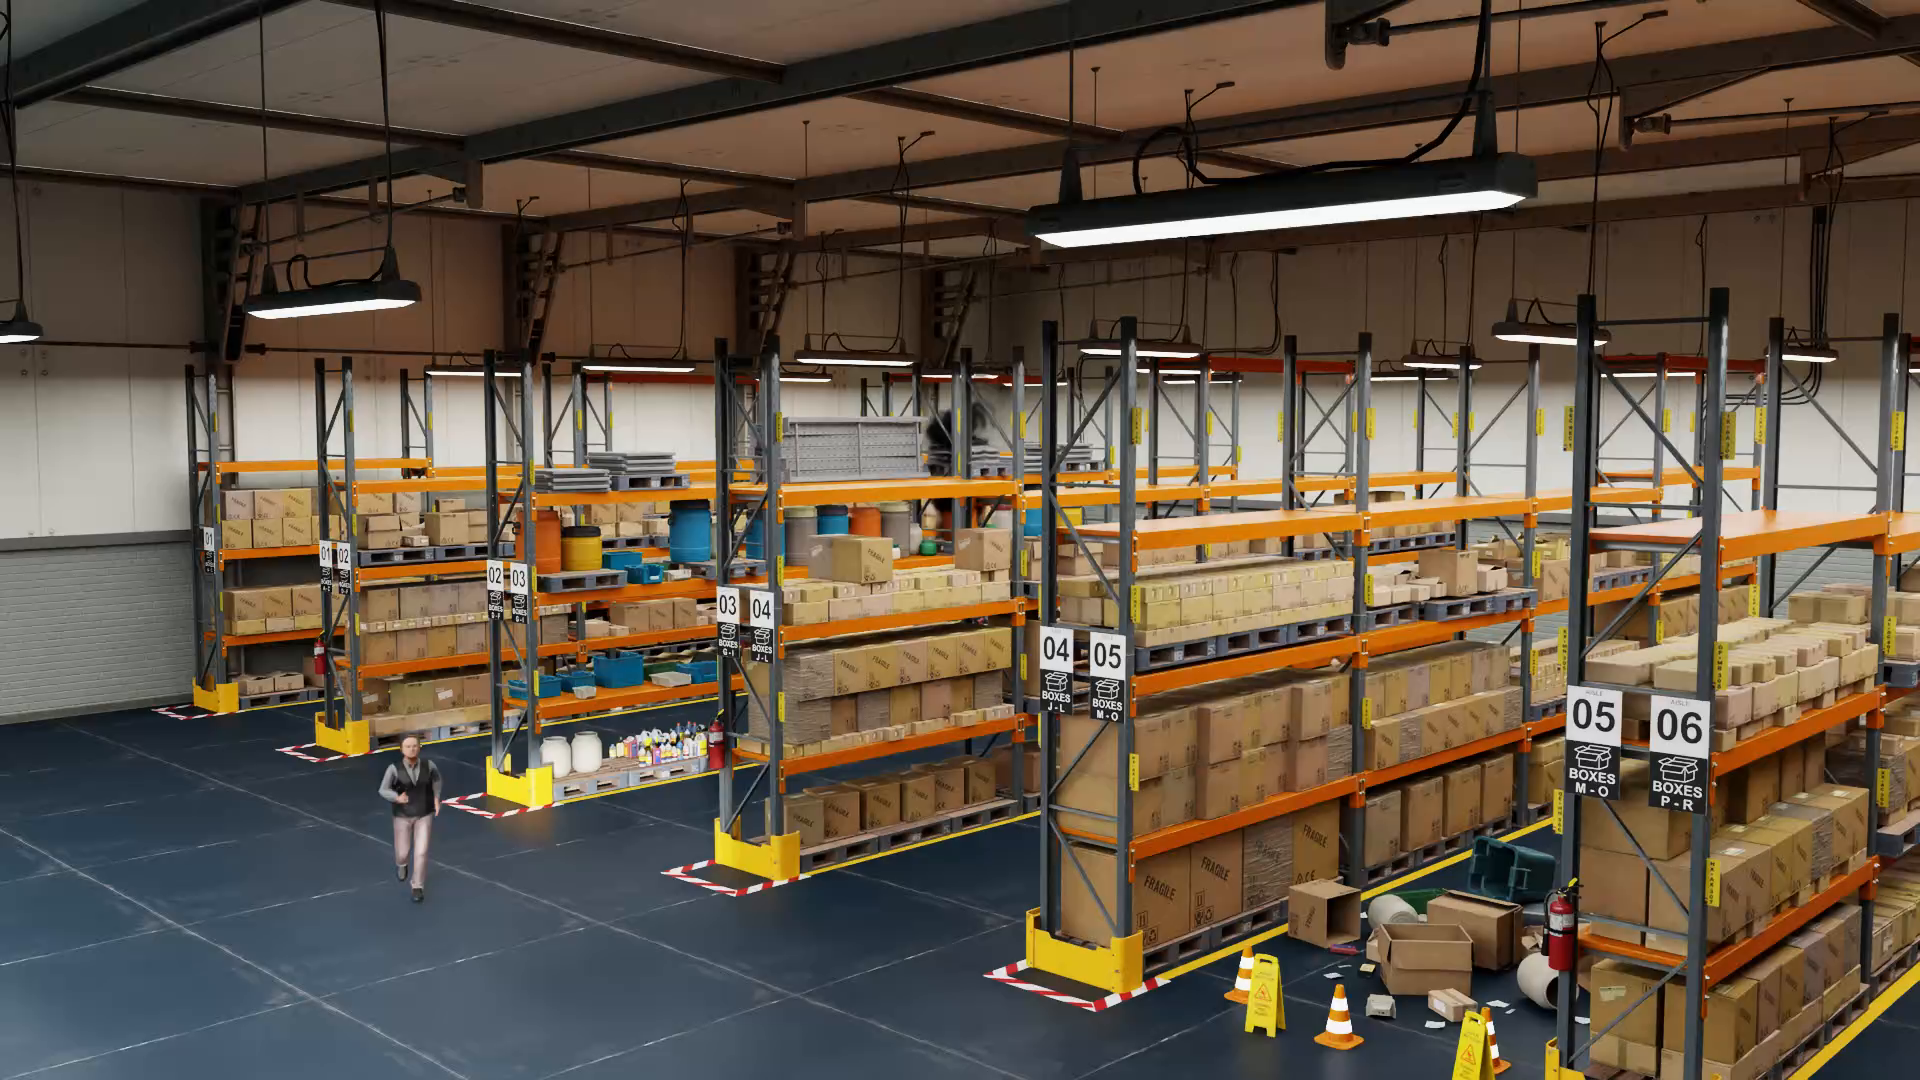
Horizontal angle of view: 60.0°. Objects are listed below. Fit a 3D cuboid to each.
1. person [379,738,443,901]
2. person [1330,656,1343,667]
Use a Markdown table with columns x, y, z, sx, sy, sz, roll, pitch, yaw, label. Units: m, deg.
| x | y | z | sx | sy | sz | roll | pitch | yaw | label |
| --- | --- | --- | --- | --- | --- | --- | --- | --- | --- |
| -5.861 | 2.948 | 17.799 | 0.671 | 1.694 | 0.797 | -2 | 5 | -25 | person |
| 5.404 | 2.495 | 24.033 | 0.553 | 1.628 | 0.564 | 3 | 5 | 36 | person |
